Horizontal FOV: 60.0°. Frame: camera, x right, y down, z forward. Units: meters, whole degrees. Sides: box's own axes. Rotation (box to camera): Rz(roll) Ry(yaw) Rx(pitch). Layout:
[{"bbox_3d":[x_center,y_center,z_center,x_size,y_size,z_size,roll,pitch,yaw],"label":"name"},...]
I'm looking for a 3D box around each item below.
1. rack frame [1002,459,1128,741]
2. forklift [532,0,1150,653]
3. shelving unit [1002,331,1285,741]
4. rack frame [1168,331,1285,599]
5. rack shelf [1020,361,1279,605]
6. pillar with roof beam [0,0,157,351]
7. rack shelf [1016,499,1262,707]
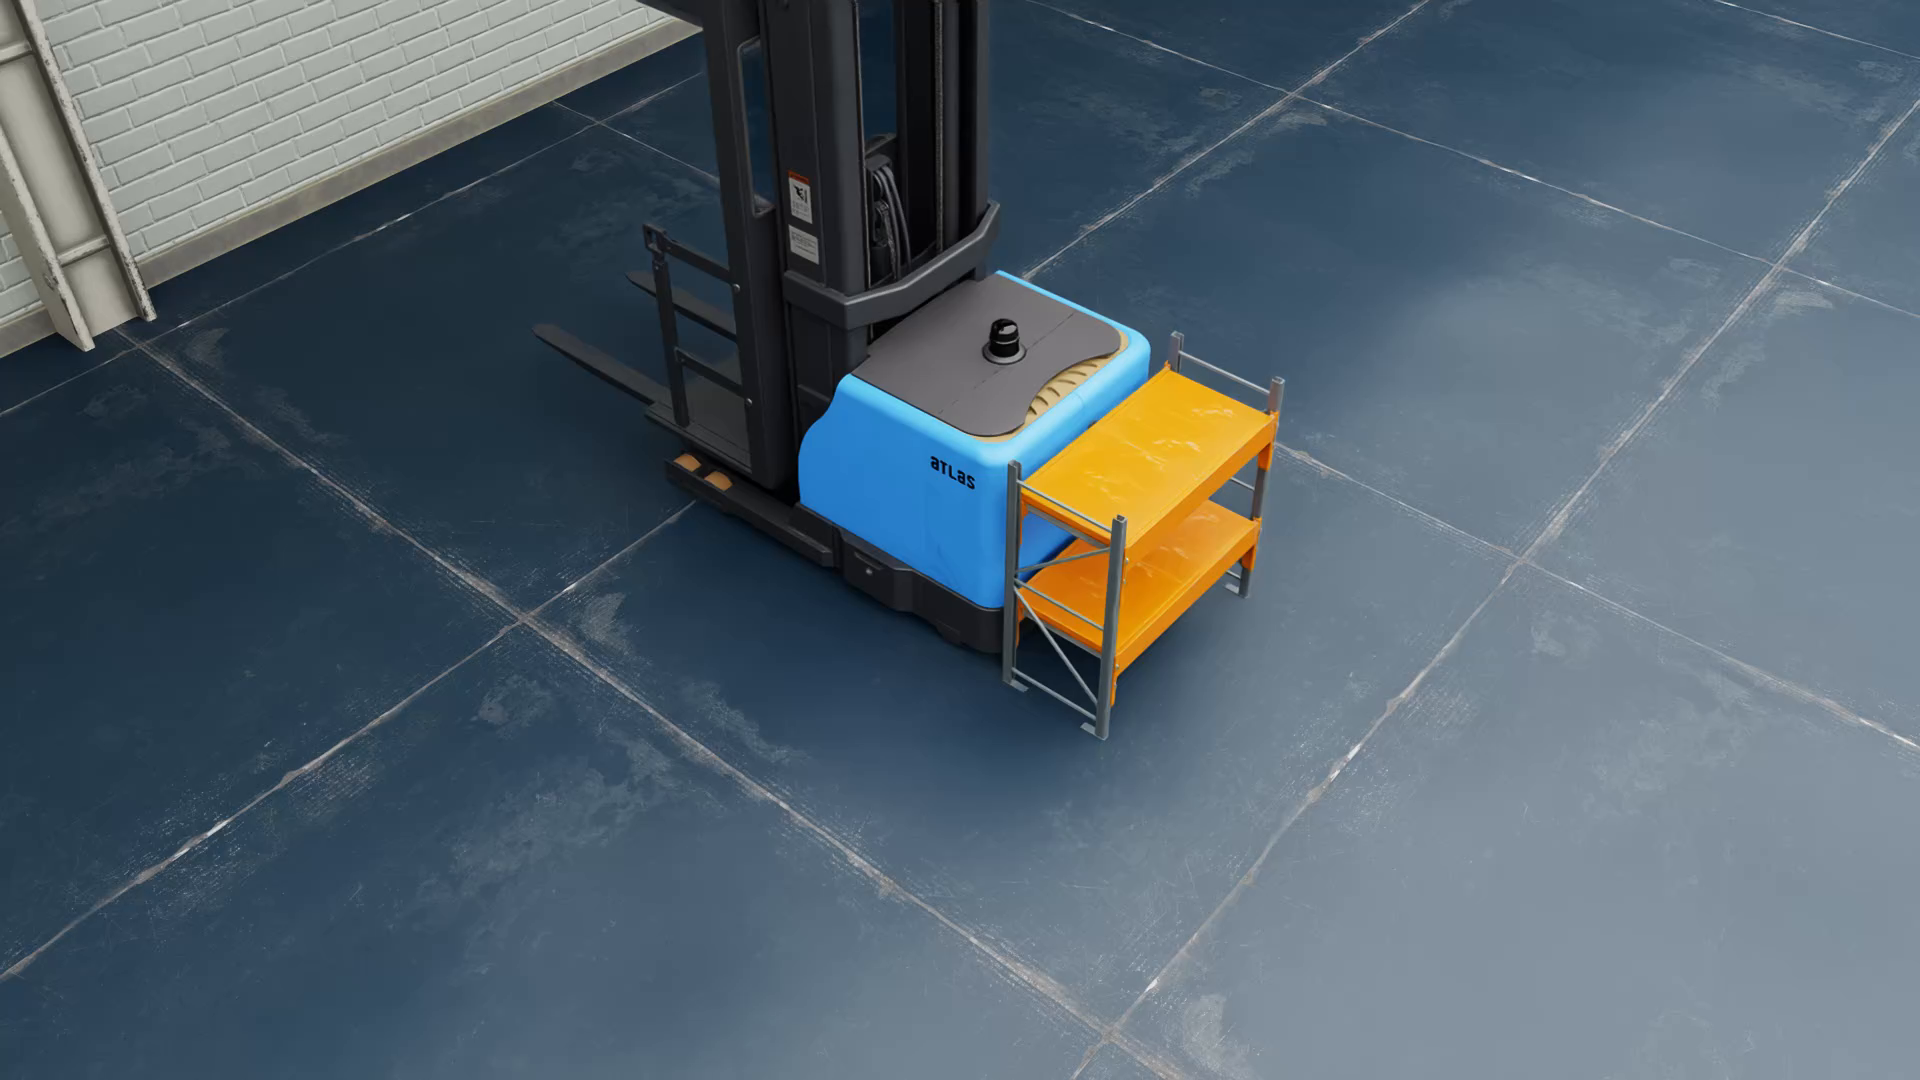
[{"bbox_3d":[0.369,0.243,6.146,0.500,1.125,0.032,29,50,28],"label":"rack frame"},{"bbox_3d":[-0.693,-1.468,6.686,3.031,2.935,1.130,29,50,28],"label":"forklift"},{"bbox_3d":[0.694,-0.020,6.436,0.538,1.125,1.048,29,50,28],"label":"shelving unit"},{"bbox_3d":[1.019,-0.283,6.725,0.500,1.125,0.032,29,50,28],"label":"rack frame"},{"bbox_3d":[0.694,-0.236,6.239,0.538,0.278,1.000,29,50,28],"label":"rack shelf"},{"bbox_3d":[-1.053,-2.570,3.388,9.100,9.000,0.400,29,50,28],"label":"pillar with roof beam"},{"bbox_3d":[0.694,0.161,6.600,0.538,0.278,1.000,29,50,28],"label":"rack shelf"}]
